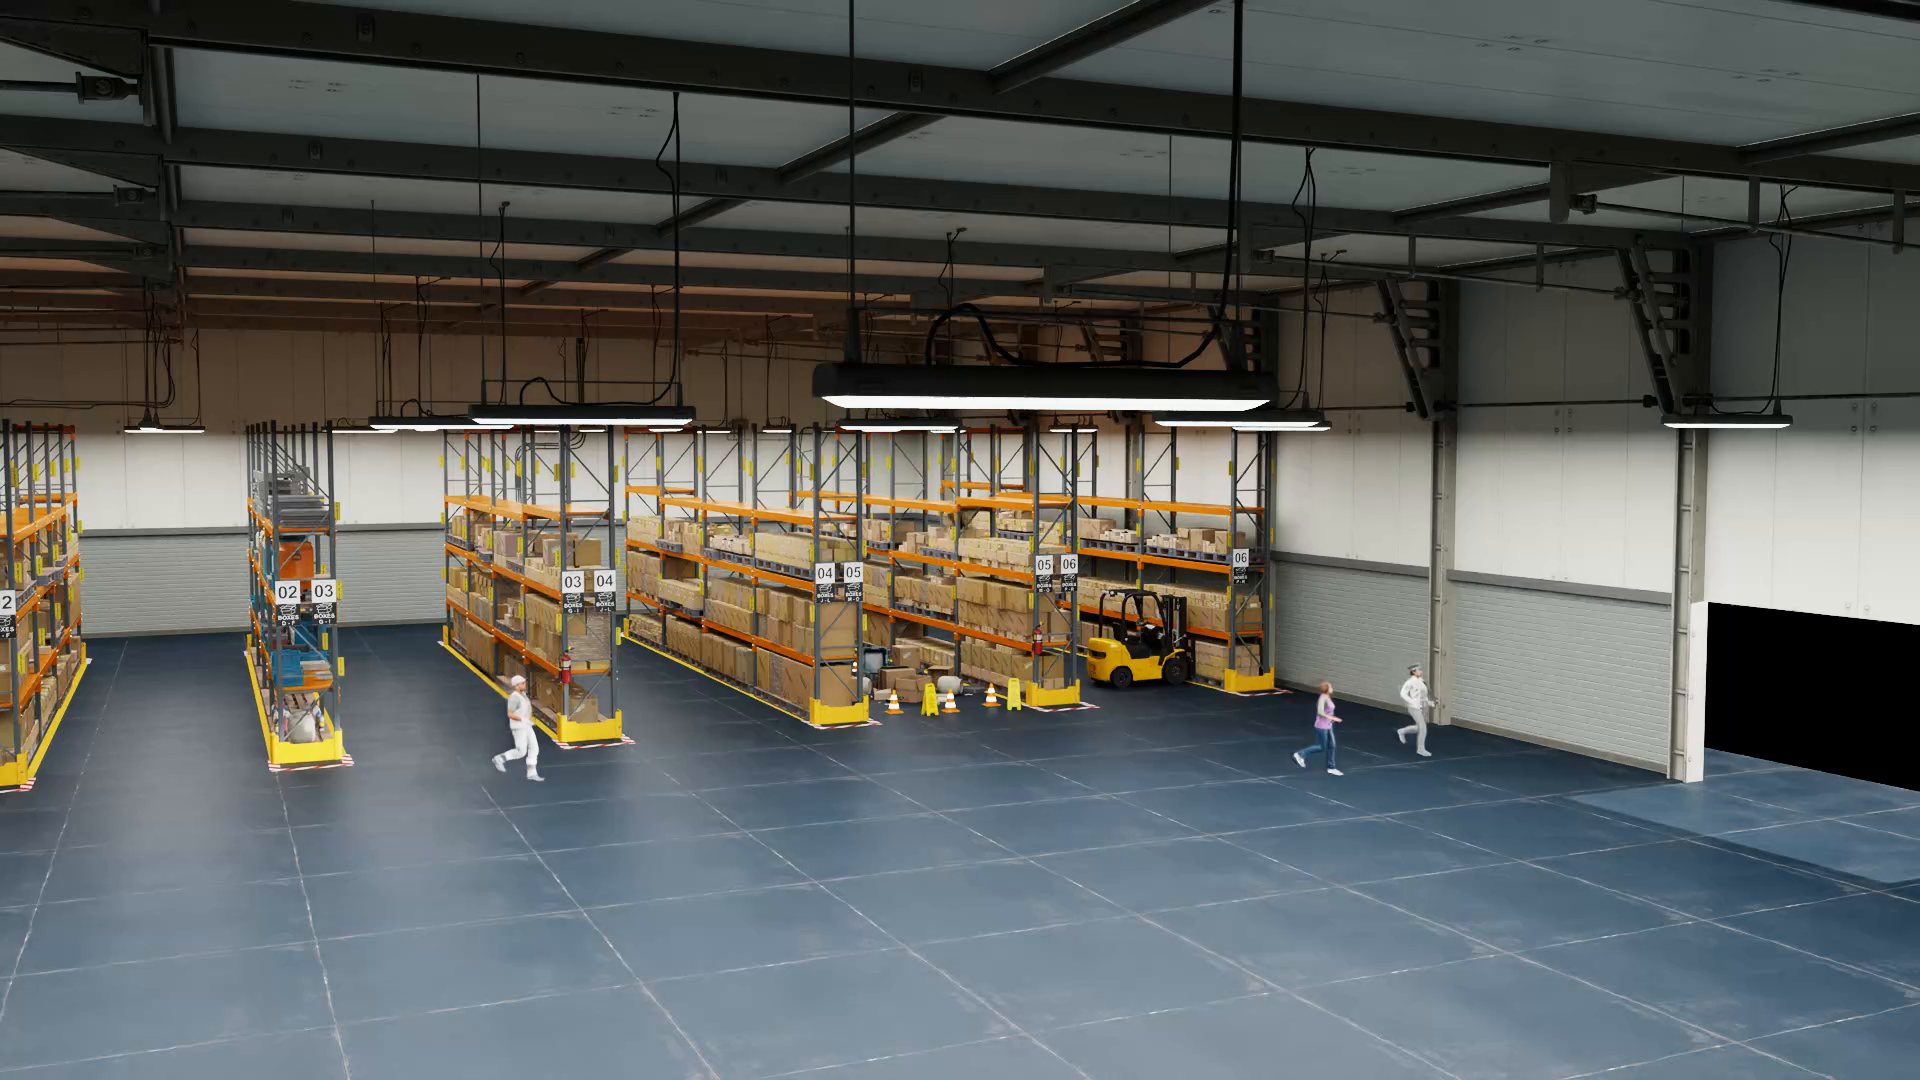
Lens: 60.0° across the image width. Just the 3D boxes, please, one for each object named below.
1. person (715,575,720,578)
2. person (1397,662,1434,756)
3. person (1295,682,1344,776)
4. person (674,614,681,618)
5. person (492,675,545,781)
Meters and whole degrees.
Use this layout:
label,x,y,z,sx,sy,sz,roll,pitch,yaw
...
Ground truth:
label,x,y,z,sx,sy,sz,roll,pitch,yaw
person,-6.853,1.908,46.916,0.672,1.850,0.842,-1,4,-21
person,8.188,3.031,29.971,0.686,1.677,0.618,3,5,43
person,6.103,3.181,28.163,0.806,1.595,0.549,1,4,22
person,-8.371,1.780,49.188,0.886,1.762,0.710,3,4,36
person,-7.321,3.126,27.596,0.873,1.774,0.666,0,4,6
